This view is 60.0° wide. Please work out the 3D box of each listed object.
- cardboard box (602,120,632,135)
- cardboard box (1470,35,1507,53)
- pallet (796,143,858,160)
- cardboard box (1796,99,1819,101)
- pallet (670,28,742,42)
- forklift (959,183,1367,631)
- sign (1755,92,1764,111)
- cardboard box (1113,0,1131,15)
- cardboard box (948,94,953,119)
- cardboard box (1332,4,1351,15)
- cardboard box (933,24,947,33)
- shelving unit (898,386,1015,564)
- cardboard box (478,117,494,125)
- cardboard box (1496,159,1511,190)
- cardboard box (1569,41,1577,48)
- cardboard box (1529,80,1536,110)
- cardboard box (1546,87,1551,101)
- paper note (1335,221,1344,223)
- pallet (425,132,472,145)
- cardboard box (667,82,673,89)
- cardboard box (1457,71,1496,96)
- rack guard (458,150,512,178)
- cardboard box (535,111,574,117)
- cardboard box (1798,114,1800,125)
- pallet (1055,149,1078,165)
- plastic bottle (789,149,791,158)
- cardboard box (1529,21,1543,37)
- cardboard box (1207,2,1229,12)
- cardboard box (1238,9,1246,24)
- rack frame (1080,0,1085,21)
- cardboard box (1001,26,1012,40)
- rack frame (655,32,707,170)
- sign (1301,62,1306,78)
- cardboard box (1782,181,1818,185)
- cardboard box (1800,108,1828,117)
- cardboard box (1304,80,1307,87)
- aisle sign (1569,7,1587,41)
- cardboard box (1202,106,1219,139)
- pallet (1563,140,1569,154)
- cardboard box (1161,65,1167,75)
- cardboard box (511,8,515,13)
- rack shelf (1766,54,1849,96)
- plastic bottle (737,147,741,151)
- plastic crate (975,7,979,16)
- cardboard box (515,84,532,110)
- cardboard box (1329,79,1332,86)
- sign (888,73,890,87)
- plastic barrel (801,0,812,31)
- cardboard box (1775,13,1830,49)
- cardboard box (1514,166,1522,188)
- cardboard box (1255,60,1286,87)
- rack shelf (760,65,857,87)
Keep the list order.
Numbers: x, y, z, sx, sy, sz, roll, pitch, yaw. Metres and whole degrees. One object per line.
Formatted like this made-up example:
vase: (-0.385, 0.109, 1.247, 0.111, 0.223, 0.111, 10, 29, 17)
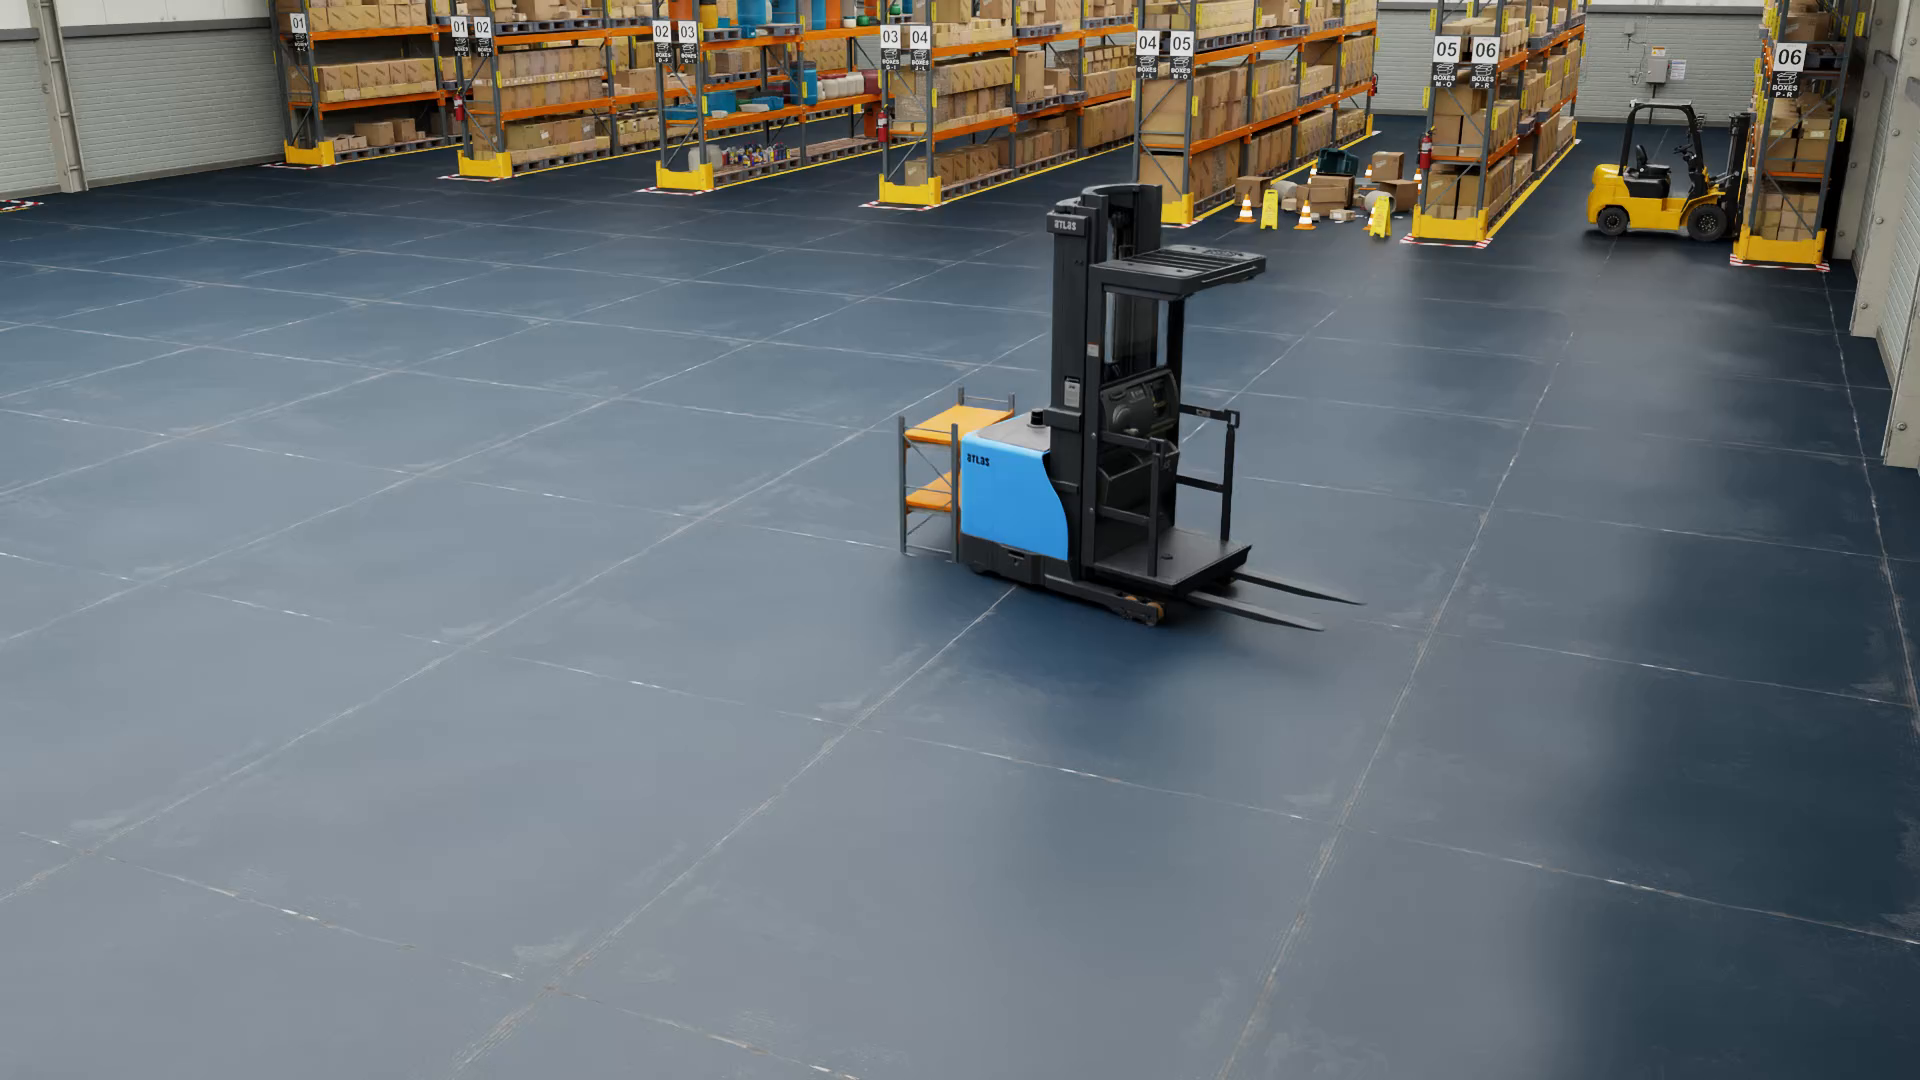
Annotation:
cardboard box: (-7.973, -9.609, 38.652, 0.500, 0.311, 0.500, 9, 21, 23)
cardboard box: (8.518, -8.008, 26.812, 0.500, 0.250, 0.500, 8, 21, 22)
pallet: (-3.068, -8.976, 38.392, 1.003, 0.211, 1.213, 9, 21, 23)
cardboard box: (15.244, -7.841, 29.923, 0.380, 0.149, 0.250, 9, 21, 23)
pallet: (-5.062, -10.011, 32.947, 1.003, 0.211, 1.213, 9, 21, 23)
forklift: (1.456, -0.973, 11.831, 3.031, 2.935, 1.130, 15, 25, 37)
sign: (13.738, -7.530, 28.556, 0.100, 0.325, 0.005, 9, 21, 23)
cardboard box: (3.714, -12.915, 40.056, 0.700, 0.500, 0.500, 9, 22, 24)
cardboard box: (-0.626, -8.288, 31.705, 0.875, 0.500, 0.500, 9, 21, 23)
cardboard box: (8.842, -12.417, 38.907, 0.500, 0.250, 0.500, 9, 22, 24)
cardboard box: (-0.453, -9.416, 30.622, 0.380, 0.149, 0.250, 9, 21, 24)
shelving unit: (-0.017, -0.539, 13.306, 0.538, 1.125, 1.048, 10, 22, 25)
cardboard box: (-12.193, -10.601, 41.876, 0.700, 0.500, 0.500, 9, 21, 23)
cardboard box: (9.503, -6.513, 29.663, 0.500, 0.500, 0.500, 9, 21, 24)
cardboard box: (14.405, -11.743, 39.402, 0.380, 0.149, 0.250, 9, 22, 24)
cardboard box: (10.580, -8.422, 31.454, 0.500, 0.500, 0.500, 8, 21, 22)
cardboard box: (11.991, -9.297, 34.612, 0.500, 0.250, 0.500, 9, 22, 24)
paper note: (6.640, -5.571, 29.088, 0.148, 0.019, 0.142, 1, 20, 4)
pallet: (-12.573, -9.954, 41.142, 1.003, 0.211, 1.213, 9, 21, 23)
cardboard box: (-7.203, -11.057, 40.459, 0.380, 0.149, 0.250, 10, 22, 27)
cardboard box: (9.100, -8.031, 29.489, 0.700, 0.500, 0.500, 9, 21, 23)
rack guard: (-10.018, -7.943, 35.057, 1.175, 0.500, 0.348, 9, 21, 23)
cardboard box: (-10.832, -11.644, 44.314, 0.750, 0.750, 0.750, 8, 21, 22)
cardboard box: (13.895, -6.861, 27.167, 0.380, 0.149, 0.250, 9, 22, 24)
pallet: (1.983, -8.660, 37.506, 1.003, 0.211, 1.213, 9, 21, 23)
plastic bottle: (-3.717, -8.405, 36.146, 0.097, 0.201, 0.097, 0, 20, 0)
cardboard box: (10.312, -9.295, 30.248, 0.500, 0.250, 0.500, 8, 21, 21)
cardboard box: (4.565, -9.497, 29.628, 0.380, 0.149, 0.250, 9, 21, 23)
cardboard box: (4.975, -9.666, 30.700, 0.500, 0.250, 0.500, 8, 21, 22)
rack frame: (2.304, -13.040, 36.705, 1.000, 3.000, 0.127, 9, 21, 23)
cardboard box: (0.718, -10.158, 33.301, 0.500, 0.250, 0.500, 9, 22, 25)
rack frame: (-5.490, -8.447, 32.744, 1.000, 3.000, 0.127, 9, 21, 23)
sign: (7.296, -9.972, 35.304, 0.100, 0.325, 0.005, 9, 21, 23)
cardboard box: (13.601, -5.682, 26.955, 0.500, 0.250, 0.500, 8, 21, 22)
cardboard box: (13.696, -6.844, 26.676, 0.380, 0.149, 0.250, 9, 22, 24)
cardboard box: (7.385, -10.007, 36.434, 0.380, 0.149, 0.250, 8, 21, 21)
aisle sign: (14.934, -12.503, 40.270, 0.394, 0.787, 0.004, 9, 21, 23)
cardboard box: (4.172, -7.571, 30.058, 0.875, 0.550, 0.550, 9, 21, 23)
pallet: (13.864, -9.358, 39.468, 1.003, 0.211, 1.213, 9, 21, 23)
cardboard box: (4.998, -12.073, 42.720, 0.500, 0.250, 0.500, 9, 21, 23)
cardboard box: (-9.777, -11.122, 35.179, 0.500, 0.250, 0.500, 9, 21, 23)
rack shelf: (13.418, -7.413, 26.435, 1.077, 0.370, 4.000, 9, 21, 23)
plastic bottle: (-4.744, -8.305, 35.742, 0.061, 0.283, 0.133, 10, 22, 25)
plastic crate: (0.182, -13.809, 43.540, 0.497, 0.269, 0.590, 9, 21, 23)
cardboard box: (-9.594, -9.477, 35.491, 0.700, 0.500, 0.500, 9, 22, 24)
cardboard box: (8.444, -10.655, 38.702, 0.380, 0.149, 0.250, 8, 21, 21)
sign: (-1.710, -10.896, 39.387, 0.100, 0.325, 0.005, 9, 21, 23)
plastic barrel: (-3.574, -11.704, 36.679, 0.600, 0.901, 0.600, 0, 20, 0)
cardboard box: (13.069, -7.901, 25.808, 0.700, 0.500, 0.500, 9, 21, 23)
cardboard box: (10.211, -6.971, 31.889, 0.950, 0.372, 0.625, 10, 22, 26)
cardboard box: (6.389, -9.729, 34.708, 0.700, 0.500, 0.500, 8, 21, 22)
rack shelf: (-4.275, -13.069, 46.813, 1.077, 0.370, 4.000, 9, 21, 23)
